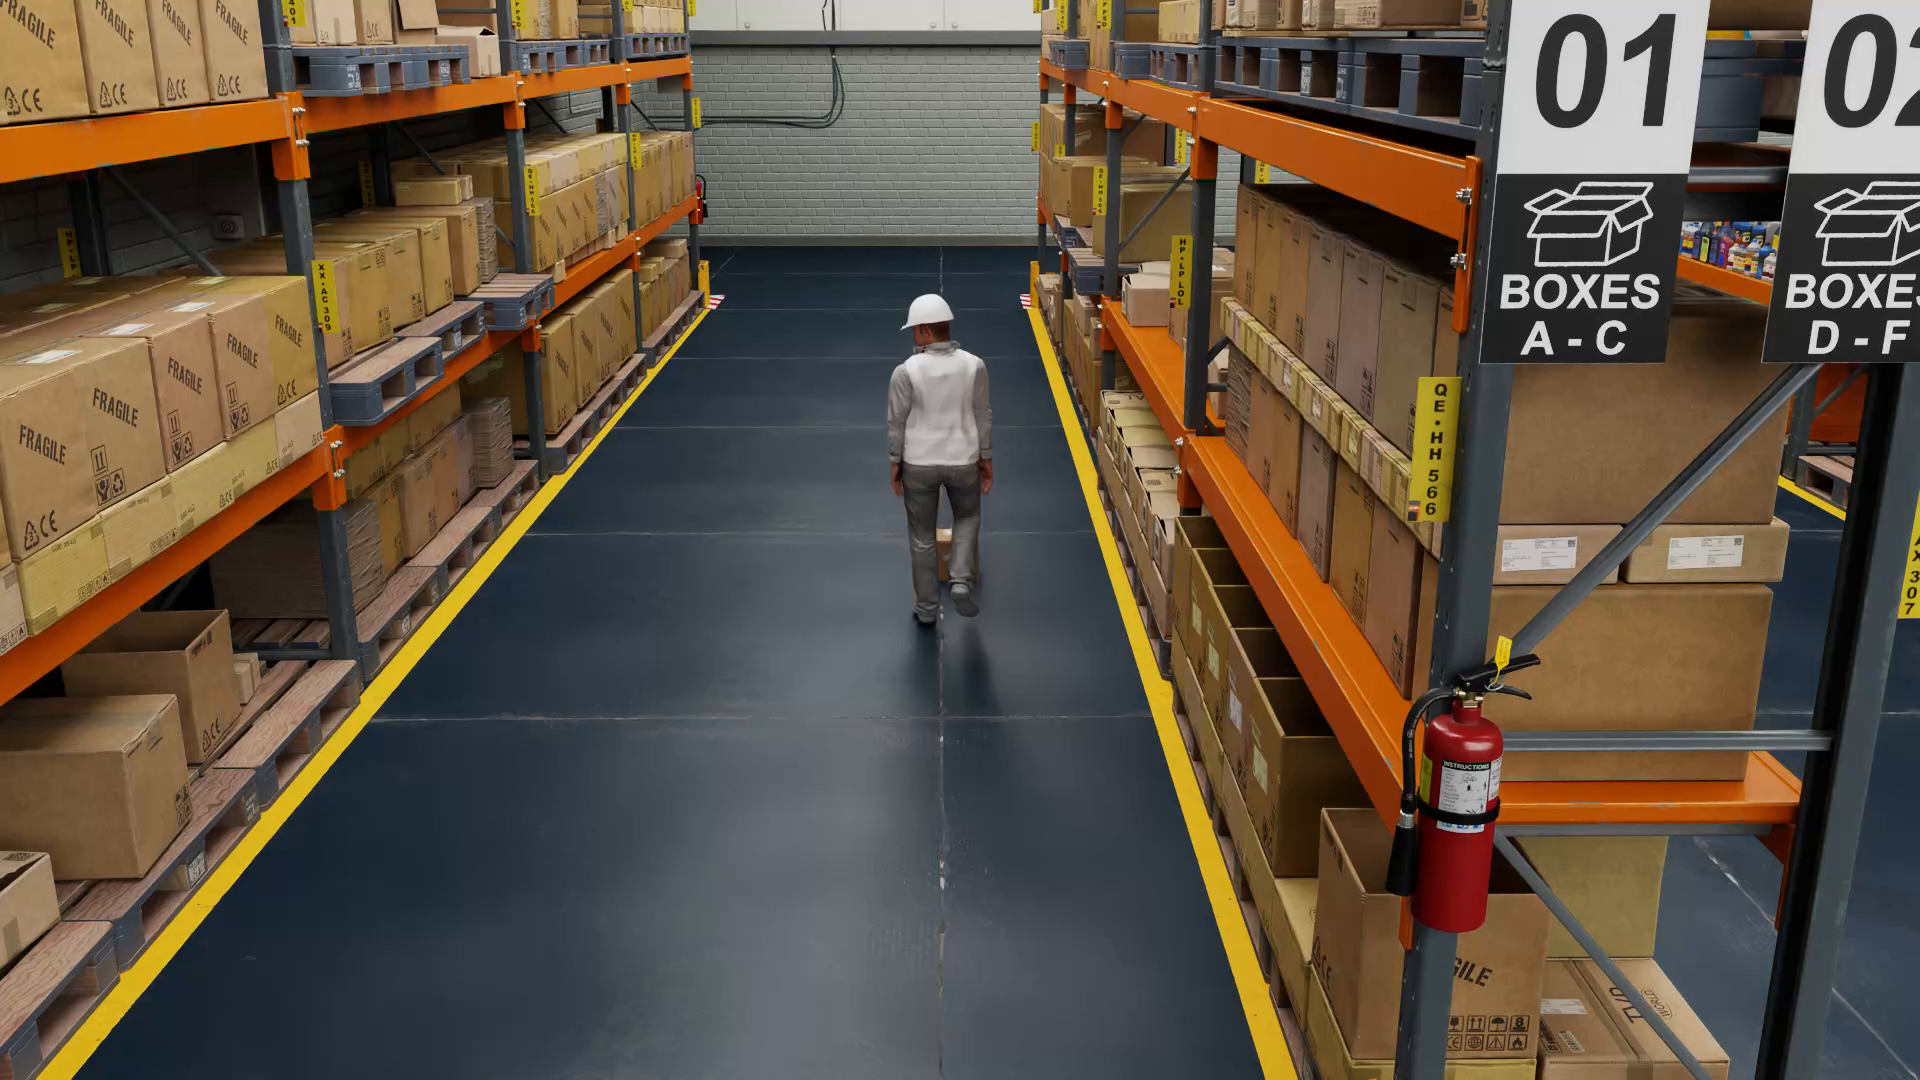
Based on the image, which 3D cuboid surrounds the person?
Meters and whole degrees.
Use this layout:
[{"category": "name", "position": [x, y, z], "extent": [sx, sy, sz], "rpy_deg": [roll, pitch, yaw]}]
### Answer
[{"category": "person", "position": [-0.122, -0.424, 8.818], "extent": [0.561, 1.766, 0.440], "rpy_deg": [-3, 17, -11]}]
